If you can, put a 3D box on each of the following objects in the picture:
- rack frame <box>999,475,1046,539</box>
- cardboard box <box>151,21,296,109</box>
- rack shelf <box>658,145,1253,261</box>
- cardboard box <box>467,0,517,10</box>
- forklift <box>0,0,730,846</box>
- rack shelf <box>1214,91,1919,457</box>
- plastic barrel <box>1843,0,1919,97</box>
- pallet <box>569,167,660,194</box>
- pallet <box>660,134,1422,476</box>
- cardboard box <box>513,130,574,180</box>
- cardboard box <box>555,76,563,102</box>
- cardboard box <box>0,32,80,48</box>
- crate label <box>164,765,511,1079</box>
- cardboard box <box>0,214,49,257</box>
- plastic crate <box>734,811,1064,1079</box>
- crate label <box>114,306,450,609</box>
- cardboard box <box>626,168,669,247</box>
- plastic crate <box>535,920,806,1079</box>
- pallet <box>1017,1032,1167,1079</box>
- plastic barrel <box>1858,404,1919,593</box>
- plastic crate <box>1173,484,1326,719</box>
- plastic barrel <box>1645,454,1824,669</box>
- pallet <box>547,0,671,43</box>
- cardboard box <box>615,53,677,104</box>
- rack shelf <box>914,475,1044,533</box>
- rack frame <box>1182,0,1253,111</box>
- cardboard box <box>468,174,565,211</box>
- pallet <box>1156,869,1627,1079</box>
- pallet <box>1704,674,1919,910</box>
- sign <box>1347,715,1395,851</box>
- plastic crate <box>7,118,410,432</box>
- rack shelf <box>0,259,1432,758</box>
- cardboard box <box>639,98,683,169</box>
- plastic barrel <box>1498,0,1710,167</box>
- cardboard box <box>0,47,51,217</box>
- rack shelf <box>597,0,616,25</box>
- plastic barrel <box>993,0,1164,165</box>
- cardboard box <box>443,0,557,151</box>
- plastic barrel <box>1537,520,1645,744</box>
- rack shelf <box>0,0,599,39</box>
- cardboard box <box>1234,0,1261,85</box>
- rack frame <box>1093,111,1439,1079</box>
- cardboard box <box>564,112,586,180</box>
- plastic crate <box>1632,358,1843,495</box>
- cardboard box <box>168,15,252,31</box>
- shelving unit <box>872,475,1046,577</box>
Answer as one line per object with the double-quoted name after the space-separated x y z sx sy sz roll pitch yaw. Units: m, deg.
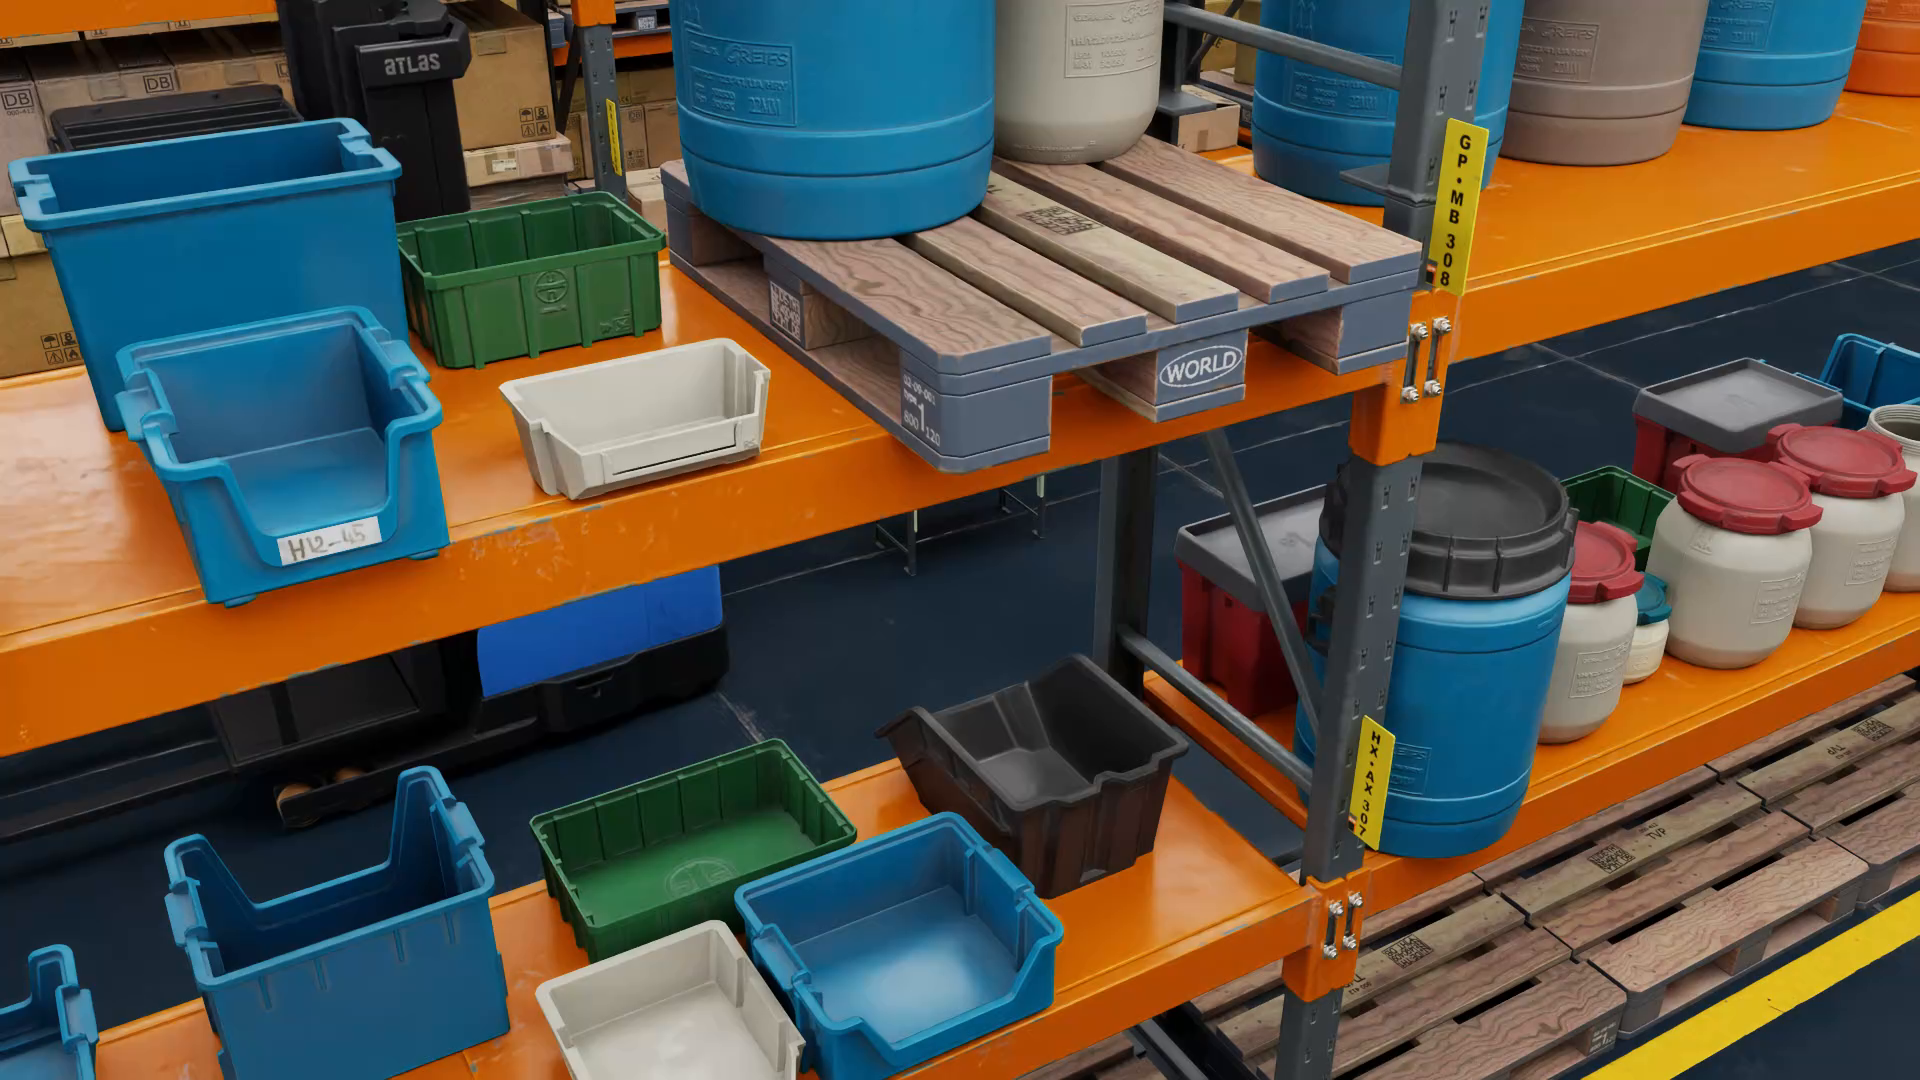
0.310 -0.745 8.047 0.023 1.500 0.400 -16 33 -26 "rack frame"
-3.074 -1.867 7.082 0.500 0.500 0.700 -16 33 -26 "cardboard box"
-0.103 -1.787 9.128 4.000 0.370 1.077 -16 33 -26 "rack shelf"
-3.398 -4.156 12.117 0.500 0.500 0.700 -12 31 -21 "cardboard box"
-2.509 -0.491 6.106 3.031 2.935 1.130 -17 33 -27 "forklift"
2.404 -1.036 4.663 4.000 0.370 1.077 -16 33 -26 "rack shelf"
2.746 -1.758 4.782 0.708 0.830 0.600 -16 33 -26 "plastic barrel"
-2.616 -2.946 13.370 1.213 0.211 1.003 -16 33 -26 "pallet"
0.107 -0.561 3.254 1.003 0.211 1.213 -16 33 -26 "pallet"
-1.953 -1.784 7.604 0.250 0.149 0.380 -16 33 -26 "cardboard box"
-3.336 -3.398 12.659 0.500 0.250 0.500 -17 33 -27 "cardboard box"
-5.906 -3.331 10.540 0.500 0.500 0.500 -15 32 -25 "cardboard box"
-1.320 0.852 3.565 0.616 0.435 0.502 -16 33 -26 "crate label"
-3.719 -1.284 6.697 0.250 0.149 0.380 -16 33 -27 "cardboard box"
-0.137 0.901 3.667 0.616 0.251 0.499 -16 33 -26 "plastic crate"
-0.988 -0.138 2.445 0.408 0.251 0.502 -16 33 -26 "crate label"
-1.425 -1.686 8.355 0.500 0.250 0.500 -14 32 -23 "cardboard box"
-0.592 1.070 3.479 0.437 0.136 0.530 -16 33 -26 "plastic crate"
0.079 1.820 4.734 1.213 0.211 1.003 -16 33 -26 "pallet"
2.986 -0.132 5.270 0.421 0.512 0.421 0 29 0 "plastic barrel"
0.942 0.178 4.757 0.583 0.464 0.402 -16 33 -26 "plastic crate"
2.248 0.070 4.878 0.433 0.535 0.433 0 29 0 "plastic barrel"
-2.577 -4.069 12.717 1.213 0.211 1.003 -16 33 -26 "pallet"
-2.450 -3.642 13.100 0.500 0.250 0.500 -16 33 -27 "cardboard box"
-0.006 -0.370 8.042 0.720 0.370 0.431 -16 33 -26 "rack shelf"
1.622 -2.592 9.842 0.127 3.000 1.000 -16 33 -26 "rack frame"
-2.206 -1.545 7.842 0.500 0.500 0.700 -17 33 -28 "cardboard box"
1.337 1.464 5.378 1.213 0.211 1.003 -16 33 -26 "pallet"
3.440 0.867 6.460 1.213 0.211 1.003 -16 33 -26 "pallet"
0.948 0.563 3.840 0.005 0.325 0.100 -16 33 -26 "sign"
-1.278 -0.467 2.905 0.575 0.384 0.392 -16 33 -26 "plastic crate"
-1.045 -0.057 2.889 4.000 0.370 1.077 -16 33 -26 "rack shelf"
-2.403 -3.344 13.336 0.500 0.500 0.700 -16 33 -27 "cardboard box"
1.572 -1.456 4.160 0.600 0.901 0.600 0 29 0 "plastic barrel"
-3.936 -1.622 6.638 0.500 0.500 0.700 -16 33 -26 "cardboard box"
-0.103 -3.100 8.404 4.000 0.370 1.077 -16 33 -26 "rack shelf"
0.208 -1.071 3.431 0.421 0.512 0.421 0 29 0 "plastic barrel"
-2.206 -2.113 7.528 0.500 0.500 0.700 -16 33 -26 "cardboard box"
1.615 0.250 4.553 0.433 0.535 0.433 0 29 0 "plastic barrel"
-3.551 -2.121 6.629 4.000 0.370 1.077 -16 33 -26 "rack shelf"
2.107 -3.020 10.080 0.700 0.500 0.500 22 36 34 "cardboard box"
0.679 0.452 4.327 0.127 3.000 1.000 -16 33 -26 "rack frame"
-3.294 -3.108 12.909 0.500 0.500 0.700 -17 33 -27 "cardboard box"
2.580 -0.287 5.600 0.583 0.464 0.402 -16 33 -26 "plastic crate"
-5.018 -3.578 10.986 0.500 0.500 0.500 -16 33 -27 "cardboard box"
-0.006 -0.655 7.885 0.755 1.500 0.431 -16 33 -26 "shelving unit"
